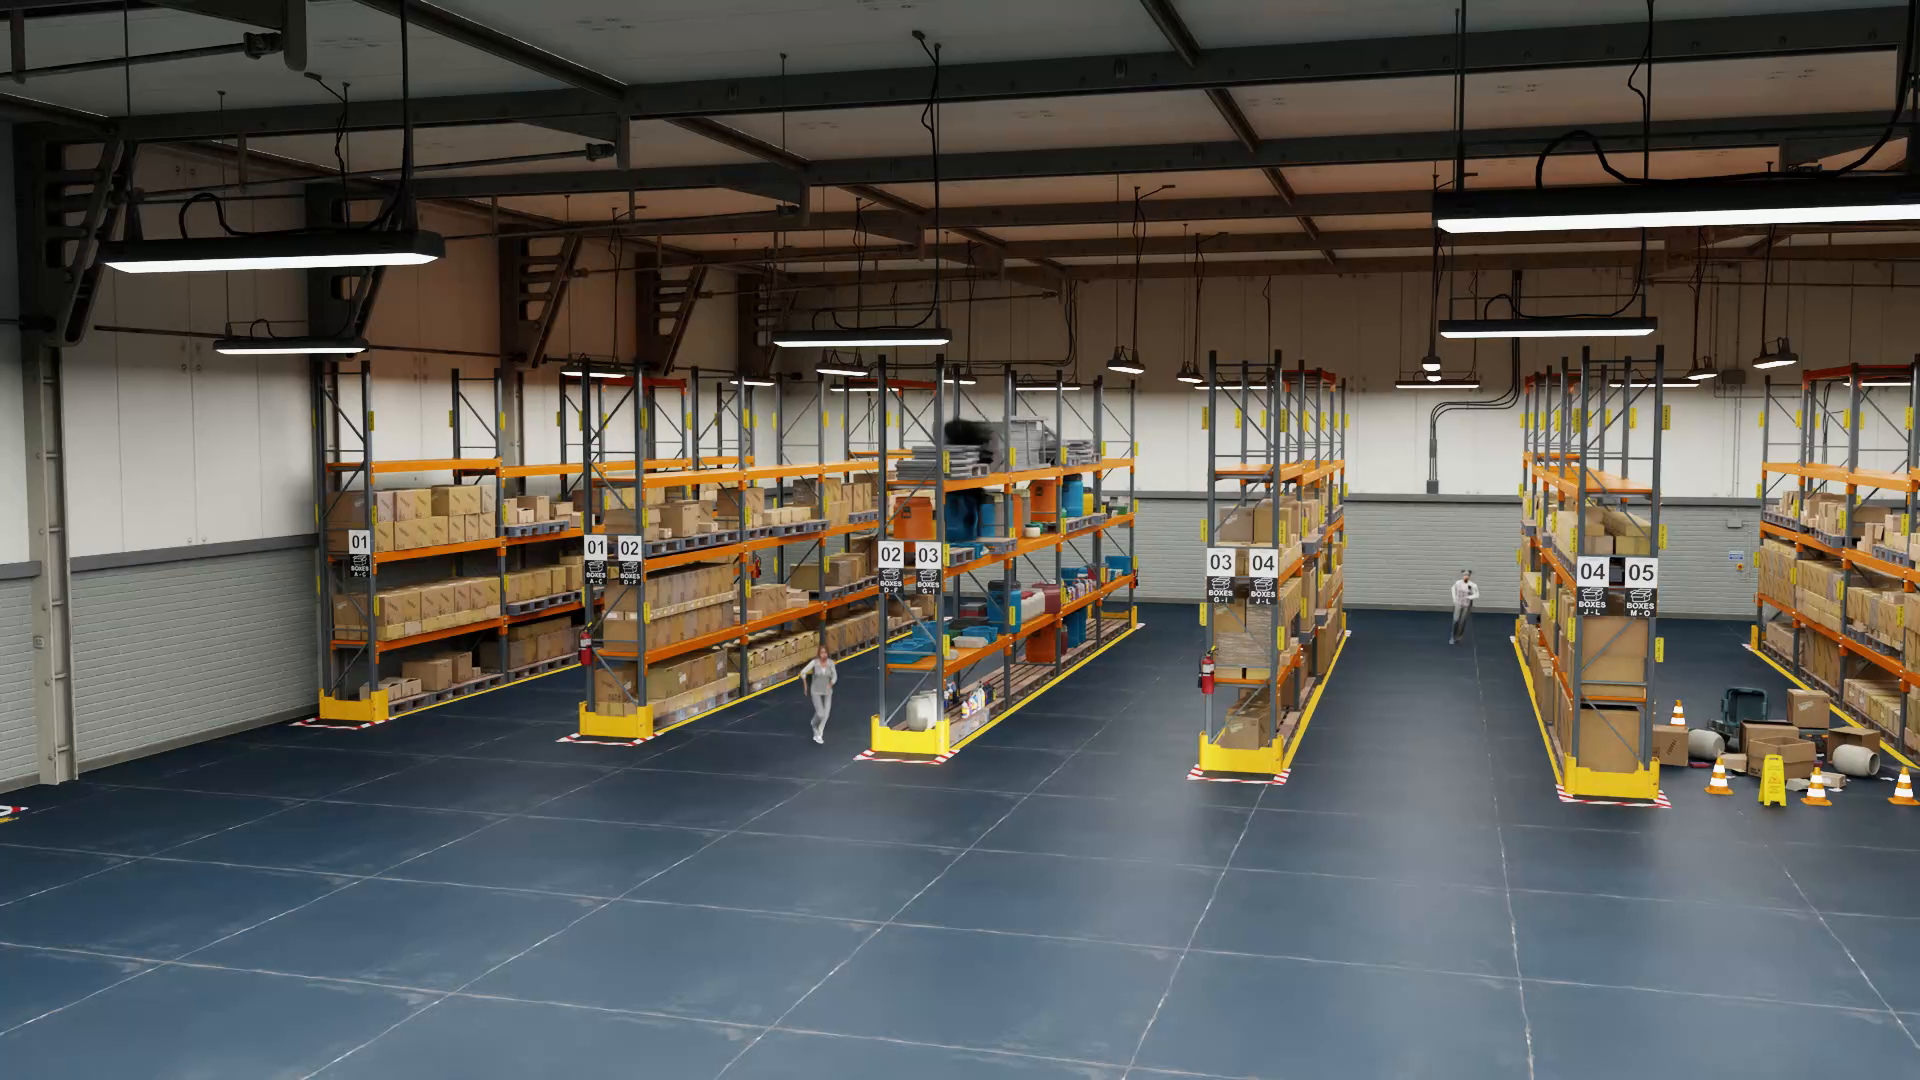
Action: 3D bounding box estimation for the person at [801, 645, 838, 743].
[{"bbox_3d":[-2.167,2.400,25.832,0.540,1.549,0.578,-2,4,-21],"label":"person"}]

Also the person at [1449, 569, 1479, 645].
[{"bbox_3d":[11.348,1.502,37.387,0.626,1.732,0.689,2,4,21],"label":"person"}]

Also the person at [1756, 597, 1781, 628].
[{"bbox_3d":[18.341,1.479,37.518,0.734,1.712,0.682,3,5,32],"label":"person"}]
